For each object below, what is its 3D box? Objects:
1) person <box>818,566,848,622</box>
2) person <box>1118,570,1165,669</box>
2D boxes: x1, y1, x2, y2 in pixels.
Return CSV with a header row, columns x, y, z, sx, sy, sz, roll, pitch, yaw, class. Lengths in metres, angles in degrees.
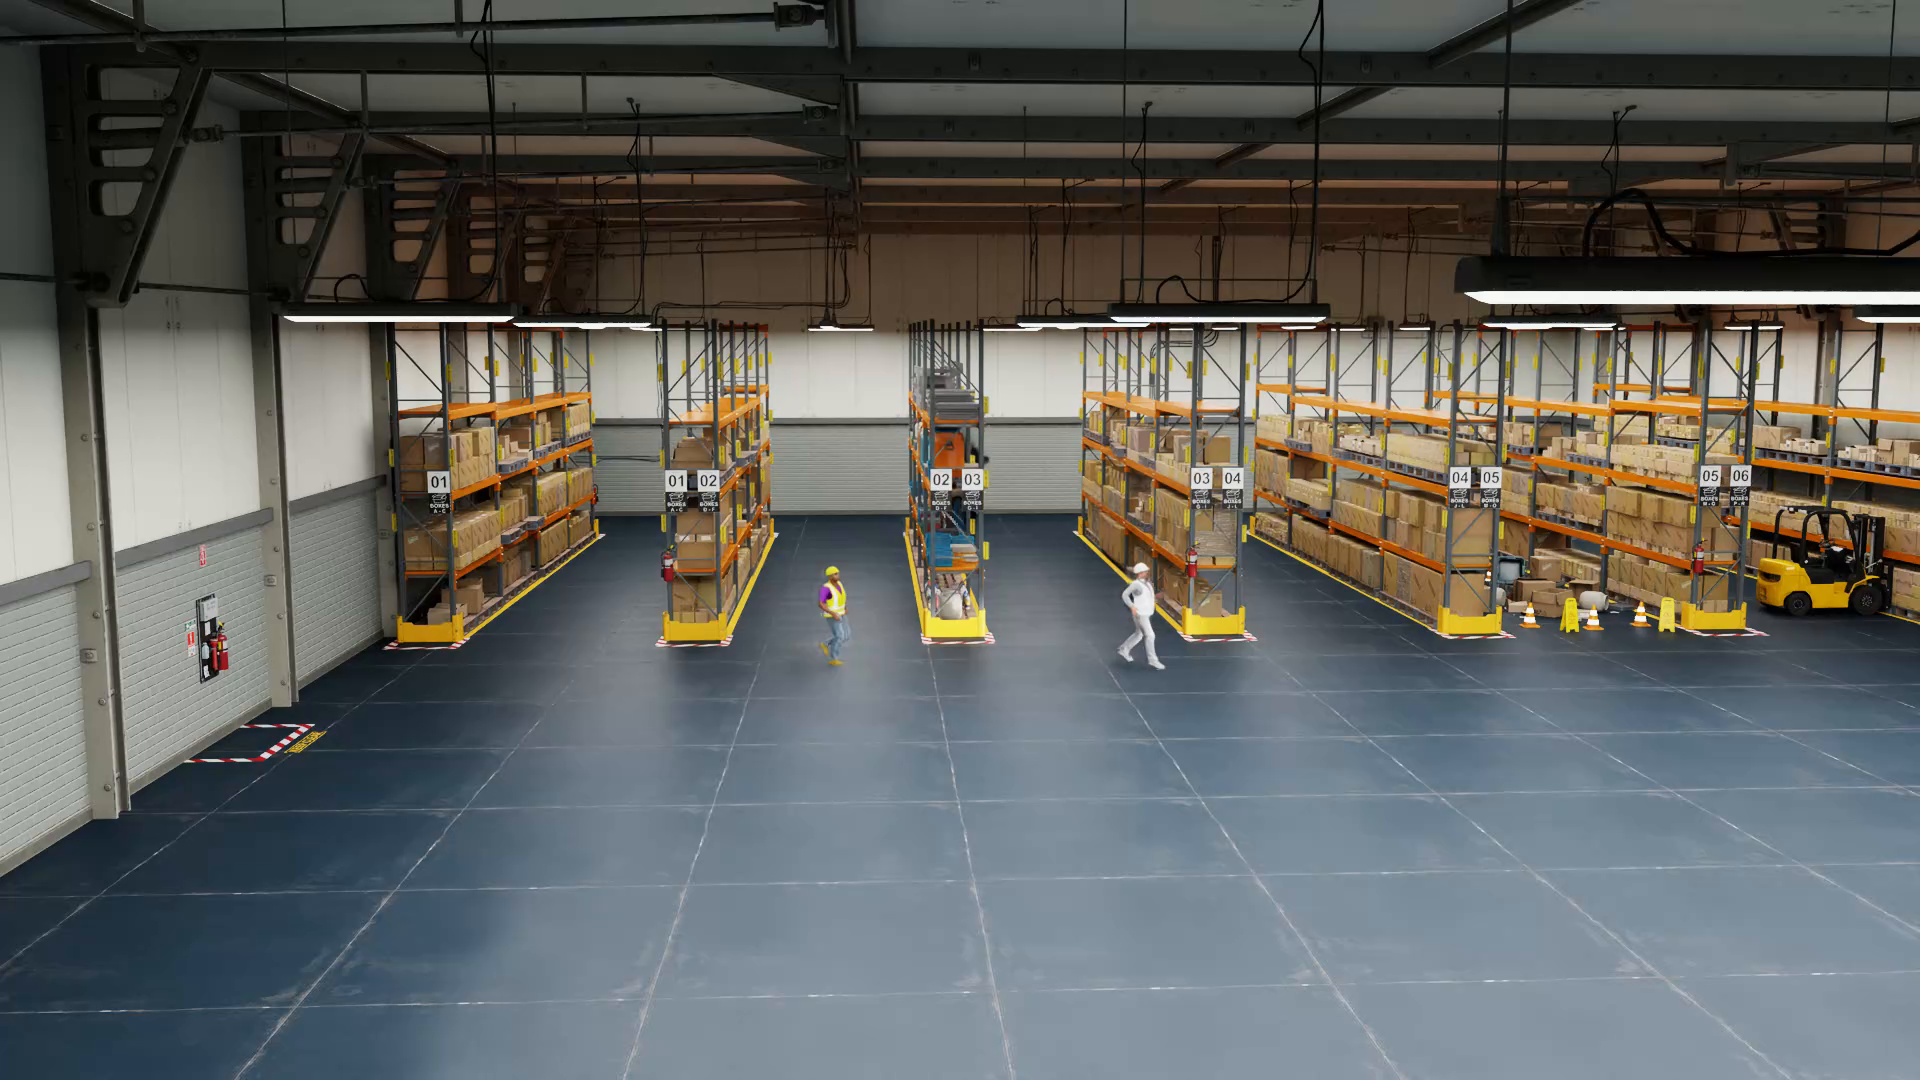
x,y,z,sx,sy,sz,roll,pitch,yaw,class
-2.158,0.916,28.812,0.413,0.926,0.698,3,8,26,person
3.138,1.314,28.664,0.917,1.738,0.645,4,8,27,person
